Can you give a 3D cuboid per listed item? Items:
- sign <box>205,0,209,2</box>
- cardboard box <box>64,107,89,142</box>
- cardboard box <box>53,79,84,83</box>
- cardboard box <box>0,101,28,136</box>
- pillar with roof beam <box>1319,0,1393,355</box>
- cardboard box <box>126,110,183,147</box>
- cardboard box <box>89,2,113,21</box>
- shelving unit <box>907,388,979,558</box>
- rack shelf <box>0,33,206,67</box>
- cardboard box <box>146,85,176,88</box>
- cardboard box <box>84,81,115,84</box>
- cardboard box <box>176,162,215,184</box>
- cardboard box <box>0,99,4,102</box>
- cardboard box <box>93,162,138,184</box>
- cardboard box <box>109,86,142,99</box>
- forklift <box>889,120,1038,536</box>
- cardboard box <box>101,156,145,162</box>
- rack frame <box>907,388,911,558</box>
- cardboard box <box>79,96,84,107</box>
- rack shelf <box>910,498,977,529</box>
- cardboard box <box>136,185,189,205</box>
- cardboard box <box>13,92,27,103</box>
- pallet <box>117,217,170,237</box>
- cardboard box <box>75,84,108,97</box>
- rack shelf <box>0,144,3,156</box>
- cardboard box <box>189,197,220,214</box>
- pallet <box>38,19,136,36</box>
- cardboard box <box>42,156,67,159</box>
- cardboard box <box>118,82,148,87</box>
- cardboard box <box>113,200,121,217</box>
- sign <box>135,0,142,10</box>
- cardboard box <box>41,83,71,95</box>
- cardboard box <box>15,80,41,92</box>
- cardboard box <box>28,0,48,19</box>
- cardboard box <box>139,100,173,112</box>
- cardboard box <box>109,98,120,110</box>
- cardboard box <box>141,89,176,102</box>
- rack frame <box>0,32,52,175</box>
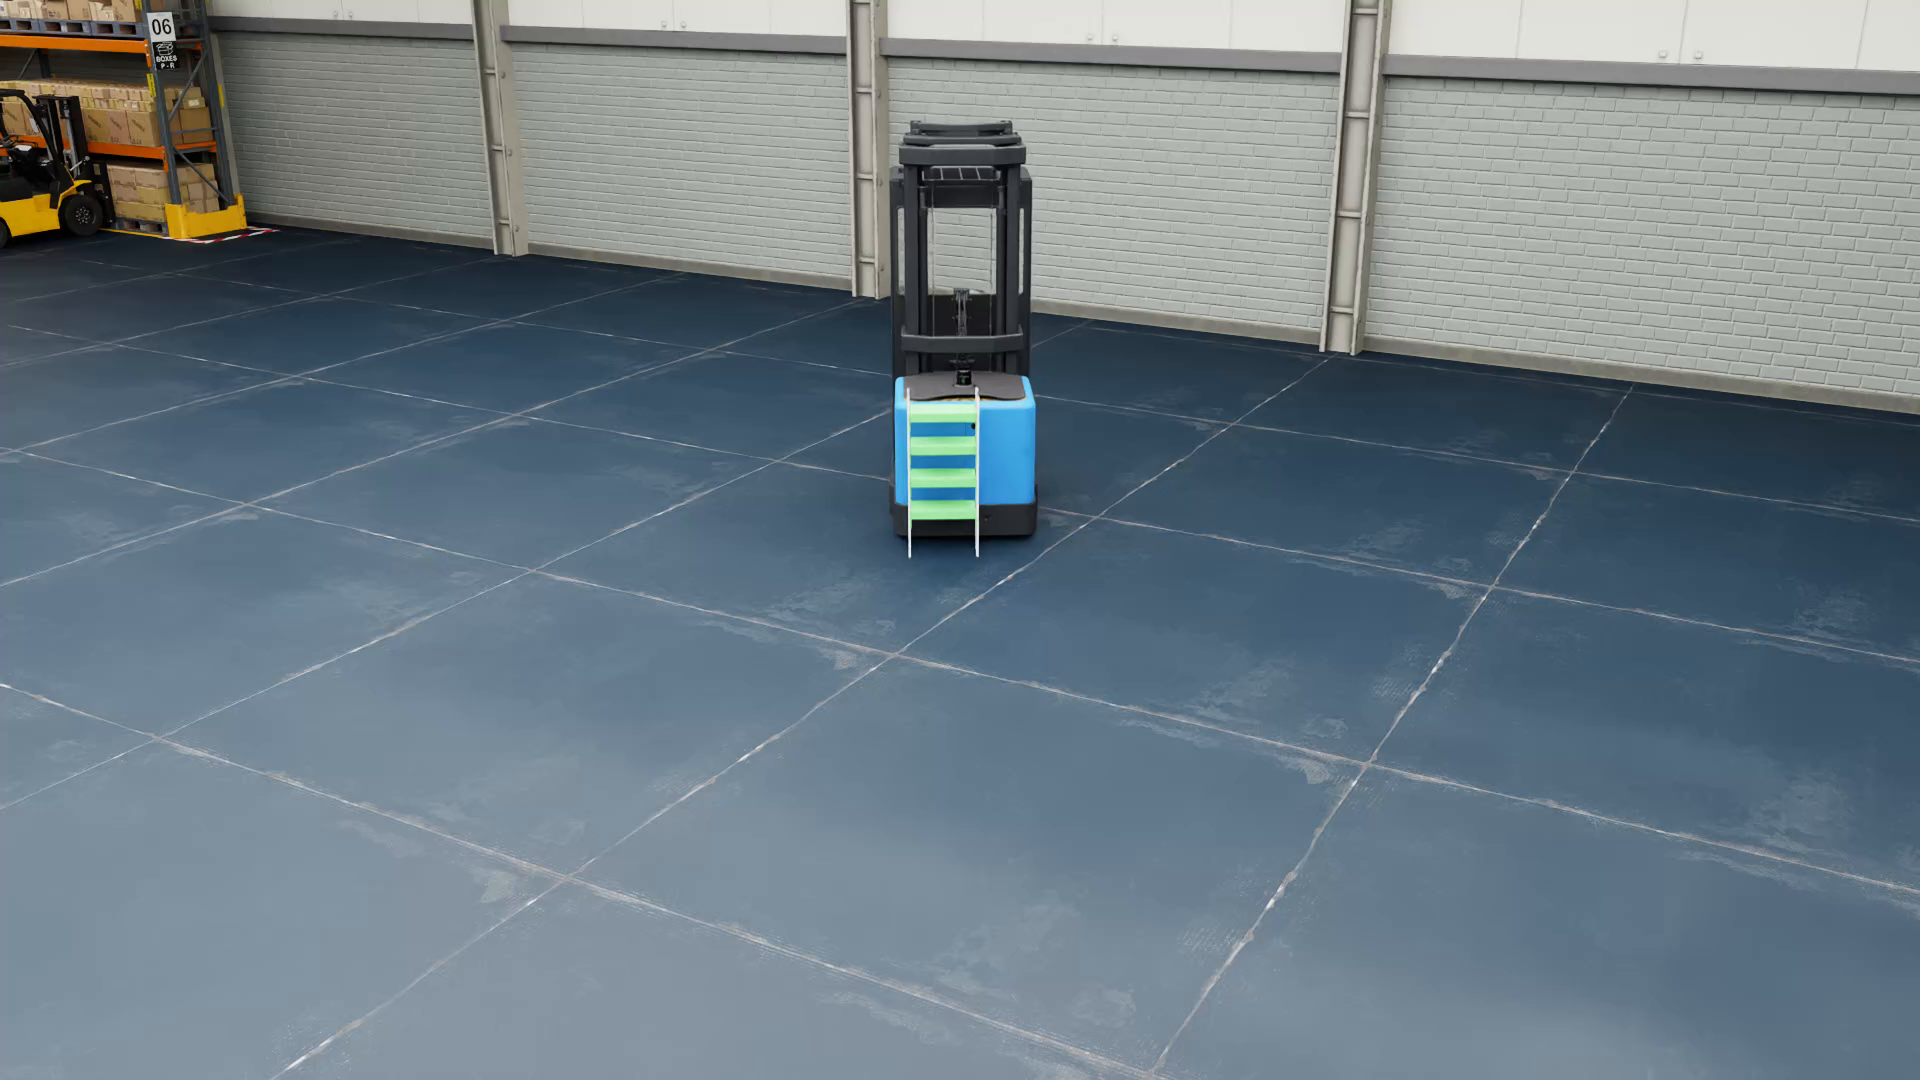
[{"bbox_3d":[-11.134,-8.100,24.500,0.005,0.325,0.100,11,23,27],"label":"sign"},{"bbox_3d":[-13.308,-6.383,25.416,0.500,0.500,0.500,11,23,28],"label":"cardboard box"},{"bbox_3d":[-14.039,-7.177,26.219,0.250,0.149,0.380,11,22,27],"label":"cardboard box"},{"bbox_3d":[-14.642,-6.638,26.120,0.500,0.500,0.500,10,22,26],"label":"cardboard box"},{"bbox_3d":[2.037,-5.007,12.972,0.400,9.000,9.100,11,23,27],"label":"pillar with roof beam"},{"bbox_3d":[-11.967,-6.128,24.714,0.500,0.500,0.500,10,22,26],"label":"cardboard box"},{"bbox_3d":[-12.503,-7.758,24.391,0.258,0.266,0.396,11,23,27],"label":"cardboard box"},{"bbox_3d":[-0.121,-0.475,11.915,0.503,1.200,0.258,-1,20,-2],"label":"shelving unit"},{"bbox_3d":[-13.156,-7.482,25.249,4.000,0.370,1.077,11,23,27],"label":"rack shelf"},{"bbox_3d":[-12.048,-6.782,25.129,0.250,0.149,0.380,11,23,28],"label":"cardboard box"},{"bbox_3d":[-13.373,-7.049,25.864,0.250,0.149,0.380,11,22,27],"label":"cardboard box"},{"bbox_3d":[-11.737,-5.589,25.323,0.500,0.250,0.500,10,22,26],"label":"cardboard box"},{"bbox_3d":[-15.455,-6.913,26.510,0.500,0.250,0.500,10,22,26],"label":"cardboard box"},{"bbox_3d":[-12.858,-5.600,25.355,0.500,0.250,0.500,11,23,28],"label":"cardboard box"},{"bbox_3d":[-12.478,-6.697,24.894,0.250,0.149,0.380,11,23,28],"label":"cardboard box"},{"bbox_3d":[-0.002,-1.857,13.187,1.130,2.935,3.031,-1,20,-2],"label":"forklift"},{"bbox_3d":[-13.050,-5.844,26.028,0.500,0.250,0.500,10,22,26],"label":"cardboard box"},{"bbox_3d":[-0.365,-0.473,11.908,0.015,1.200,0.240,-1,20,-2],"label":"rack frame"},{"bbox_3d":[-13.155,-6.678,25.279,0.250,0.149,0.380,11,22,27],"label":"cardboard box"},{"bbox_3d":[-0.121,-0.189,12.019,0.480,0.148,0.258,-1,20,-2],"label":"rack shelf"},{"bbox_3d":[-11.987,-5.205,25.000,0.500,0.250,0.500,10,22,27],"label":"cardboard box"},{"bbox_3d":[-14.525,-6.921,25.948,0.250,0.149,0.380,11,23,29],"label":"cardboard box"},{"bbox_3d":[-12.098,-4.882,25.513,1.213,0.211,1.003,11,23,27],"label":"pallet"},{"bbox_3d":[-13.167,-6.820,25.232,0.250,0.149,0.380,11,23,28],"label":"cardboard box"},{"bbox_3d":[-16.648,-6.737,27.594,4.000,0.370,1.077,11,23,27],"label":"rack shelf"},{"bbox_3d":[-11.743,-5.122,25.504,0.500,0.250,0.500,11,23,28],"label":"cardboard box"},{"bbox_3d":[-13.083,-7.774,25.128,1.213,0.211,1.003,11,23,27],"label":"pallet"},{"bbox_3d":[-14.191,-5.856,26.059,0.500,0.250,0.500,11,23,27],"label":"cardboard box"},{"bbox_3d":[-12.680,-6.937,25.556,0.250,0.149,0.380,10,22,26],"label":"cardboard box"},{"bbox_3d":[-12.836,-5.138,25.547,0.500,0.250,0.500,11,23,28],"label":"cardboard box"},{"bbox_3d":[-11.686,-7.707,23.633,0.005,0.325,0.100,11,23,27],"label":"sign"},{"bbox_3d":[-13.854,-6.928,25.532,0.250,0.149,0.380,10,22,26],"label":"cardboard box"},{"bbox_3d":[-14.487,-7.082,25.955,0.250,0.149,0.380,11,23,28],"label":"cardboard box"},{"bbox_3d":[-13.754,-7.997,25.048,0.258,0.266,0.396,10,22,26],"label":"cardboard box"},{"bbox_3d":[-11.849,-6.404,24.522,0.250,0.149,0.380,11,23,28],"label":"cardboard box"},{"bbox_3d":[-12.494,-6.543,24.907,0.250,0.149,0.380,11,22,27],"label":"cardboard box"},{"bbox_3d":[-11.825,-6.566,24.534,0.250,0.149,0.380,11,23,27],"label":"cardboard box"},{"bbox_3d":[-14.902,-6.743,26.555,0.127,3.000,1.000,11,23,27],"label":"rack frame"}]
